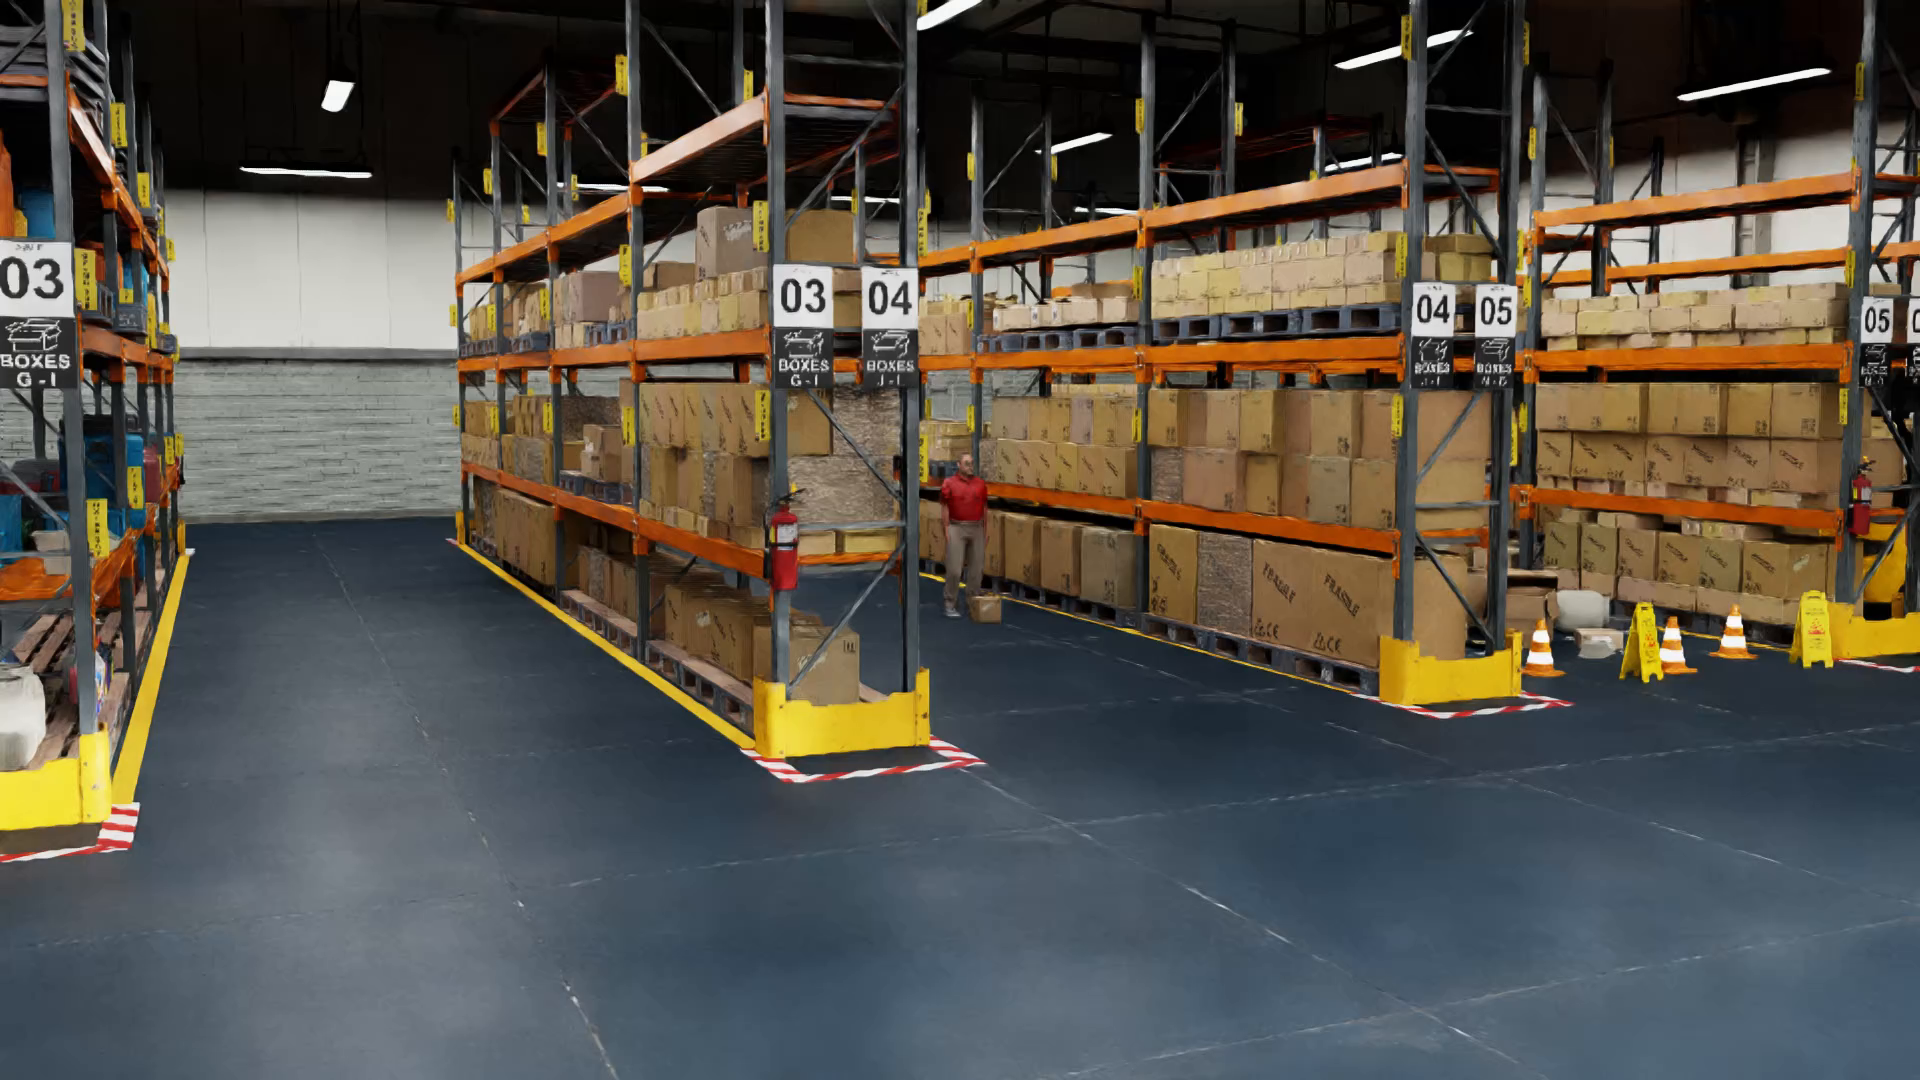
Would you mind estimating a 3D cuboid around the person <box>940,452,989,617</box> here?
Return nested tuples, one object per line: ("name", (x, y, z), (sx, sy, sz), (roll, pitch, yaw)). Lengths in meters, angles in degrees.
("person", (0.073, -0.063, 17.541), (0.534, 1.724, 0.361), (-2, 6, -22))
